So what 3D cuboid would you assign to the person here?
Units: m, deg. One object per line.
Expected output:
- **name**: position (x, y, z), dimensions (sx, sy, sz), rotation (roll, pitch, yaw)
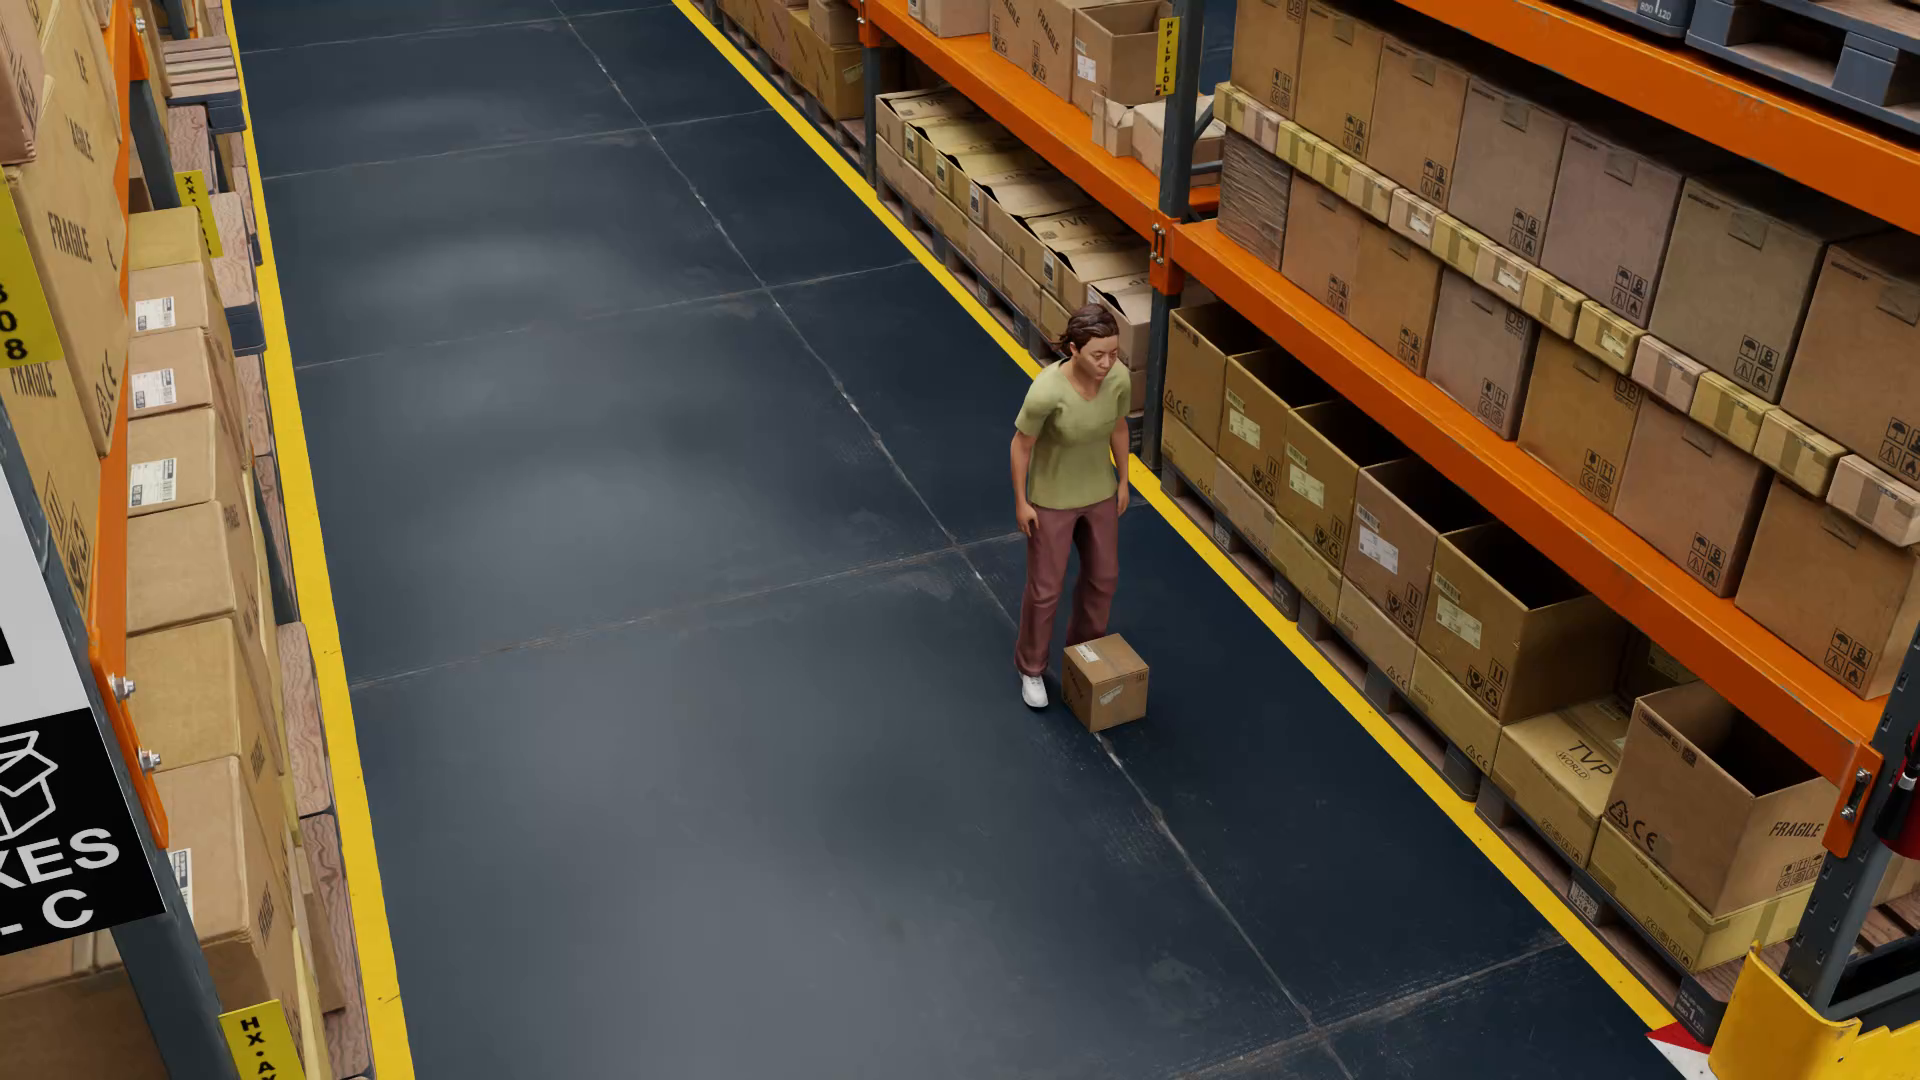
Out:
- **person**: position (0.442, -0.147, 6.364), dimensions (0.496, 1.672, 0.362), rotation (-14, 36, -20)
